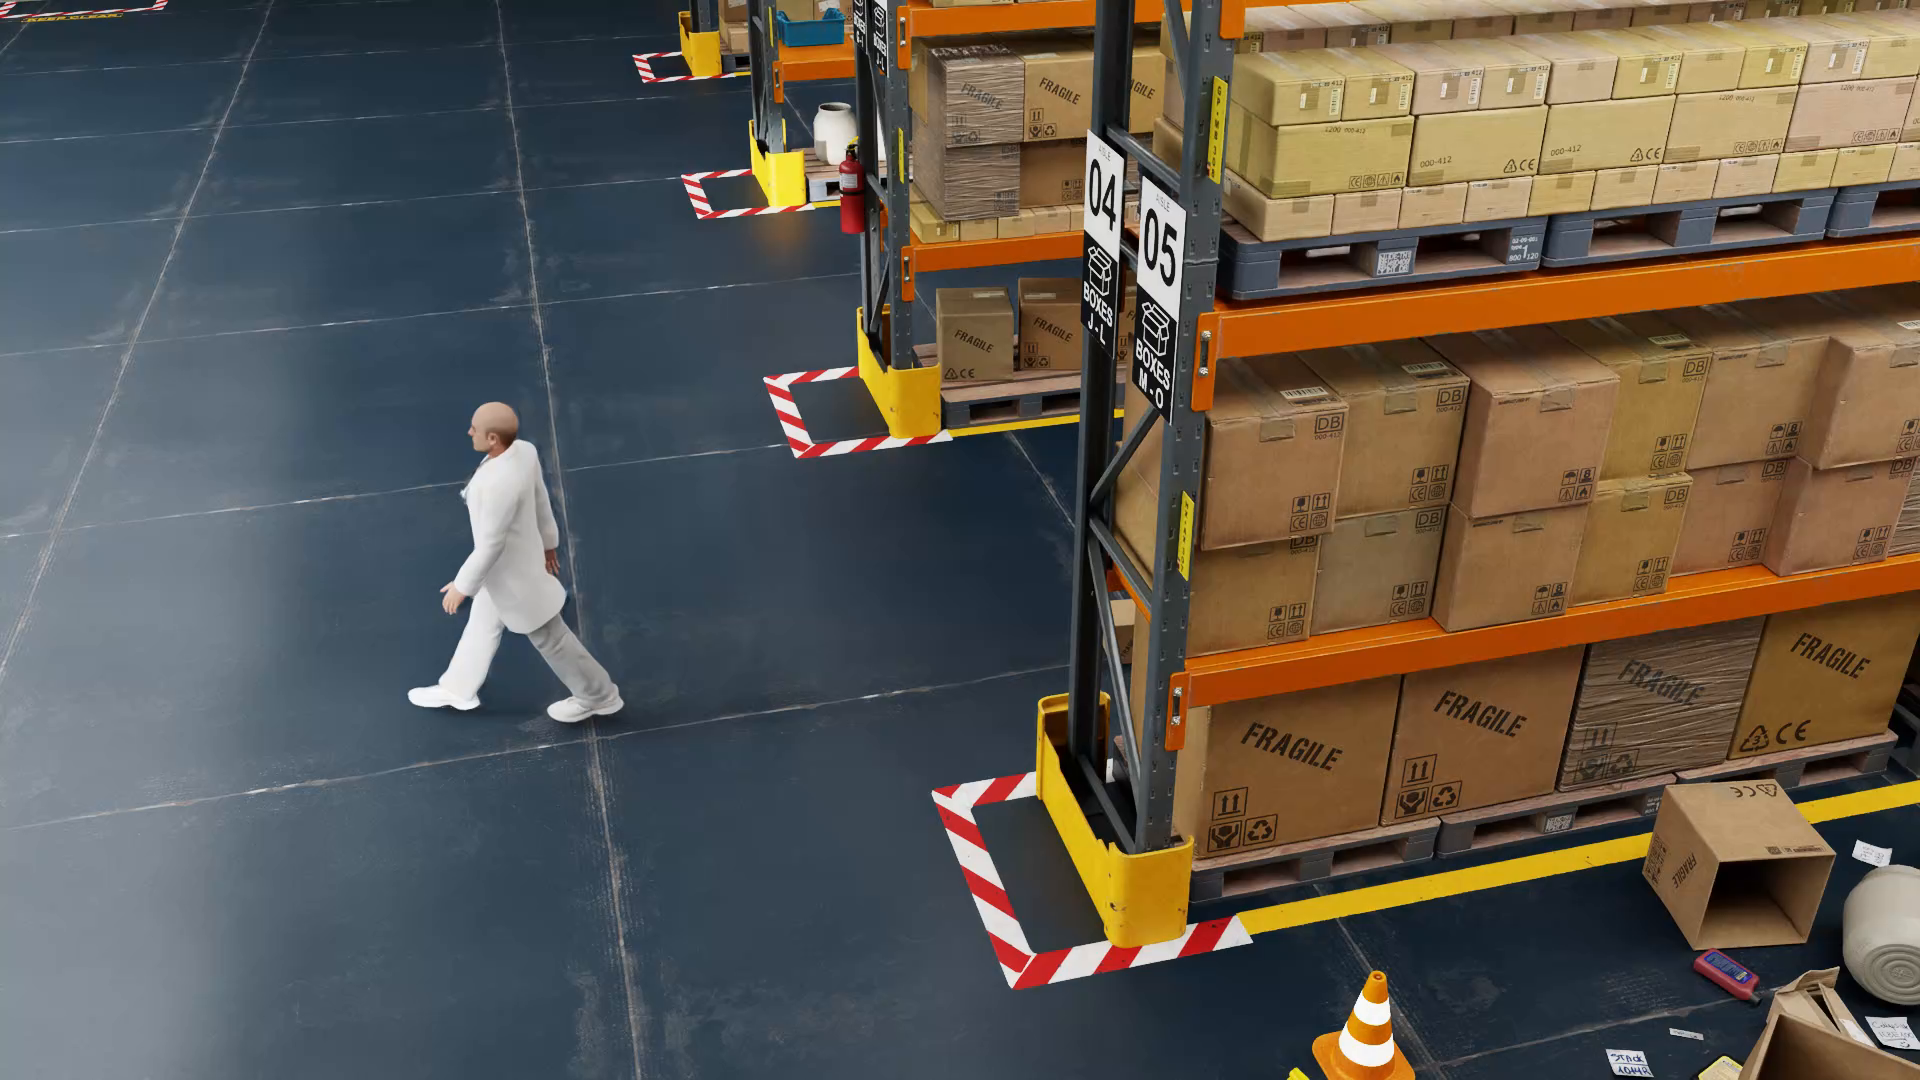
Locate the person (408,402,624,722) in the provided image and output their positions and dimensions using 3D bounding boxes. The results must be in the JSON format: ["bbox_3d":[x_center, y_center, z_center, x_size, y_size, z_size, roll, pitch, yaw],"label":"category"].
[{"bbox_3d":[-2.250,0.138,7.985,1.096,1.727,0.607,-3,30,-5],"label":"person"}]
